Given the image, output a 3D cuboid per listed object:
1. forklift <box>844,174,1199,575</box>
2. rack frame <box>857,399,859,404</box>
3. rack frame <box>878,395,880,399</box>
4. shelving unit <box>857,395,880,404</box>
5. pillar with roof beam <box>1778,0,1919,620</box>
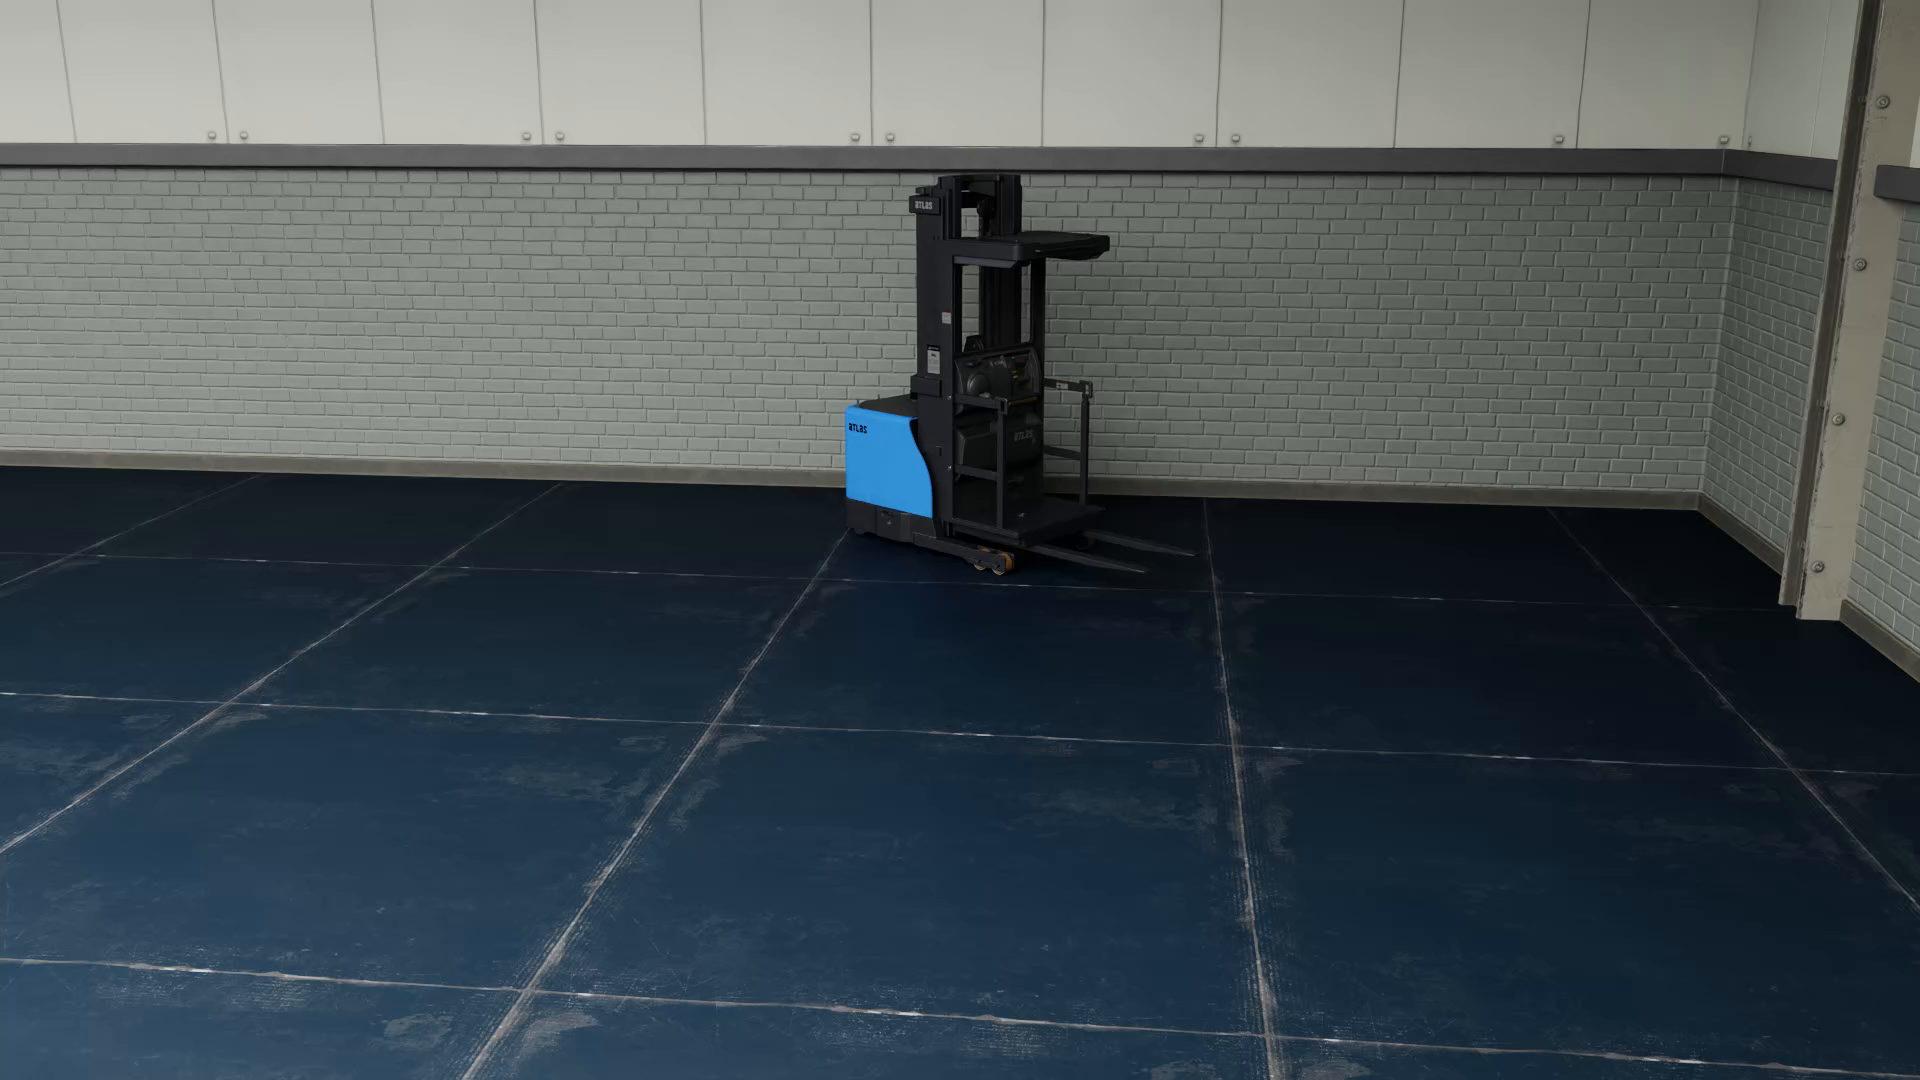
[{"bbox_3d":[0.456,-1.302,12.864,3.031,2.935,1.130,14,20,41],"label":"forklift"},{"bbox_3d":[-0.794,-0.671,14.132,0.200,1.050,0.008,13,20,41],"label":"rack frame"},{"bbox_3d":[-0.629,-0.718,14.306,0.200,1.050,0.008,13,20,41],"label":"rack frame"},{"bbox_3d":[-0.711,-0.695,14.219,0.215,1.050,0.252,13,20,41],"label":"shelving unit"},{"bbox_3d":[1.756,-3.966,11.088,9.100,9.000,0.400,2,15,6],"label":"pillar with roof beam"}]
